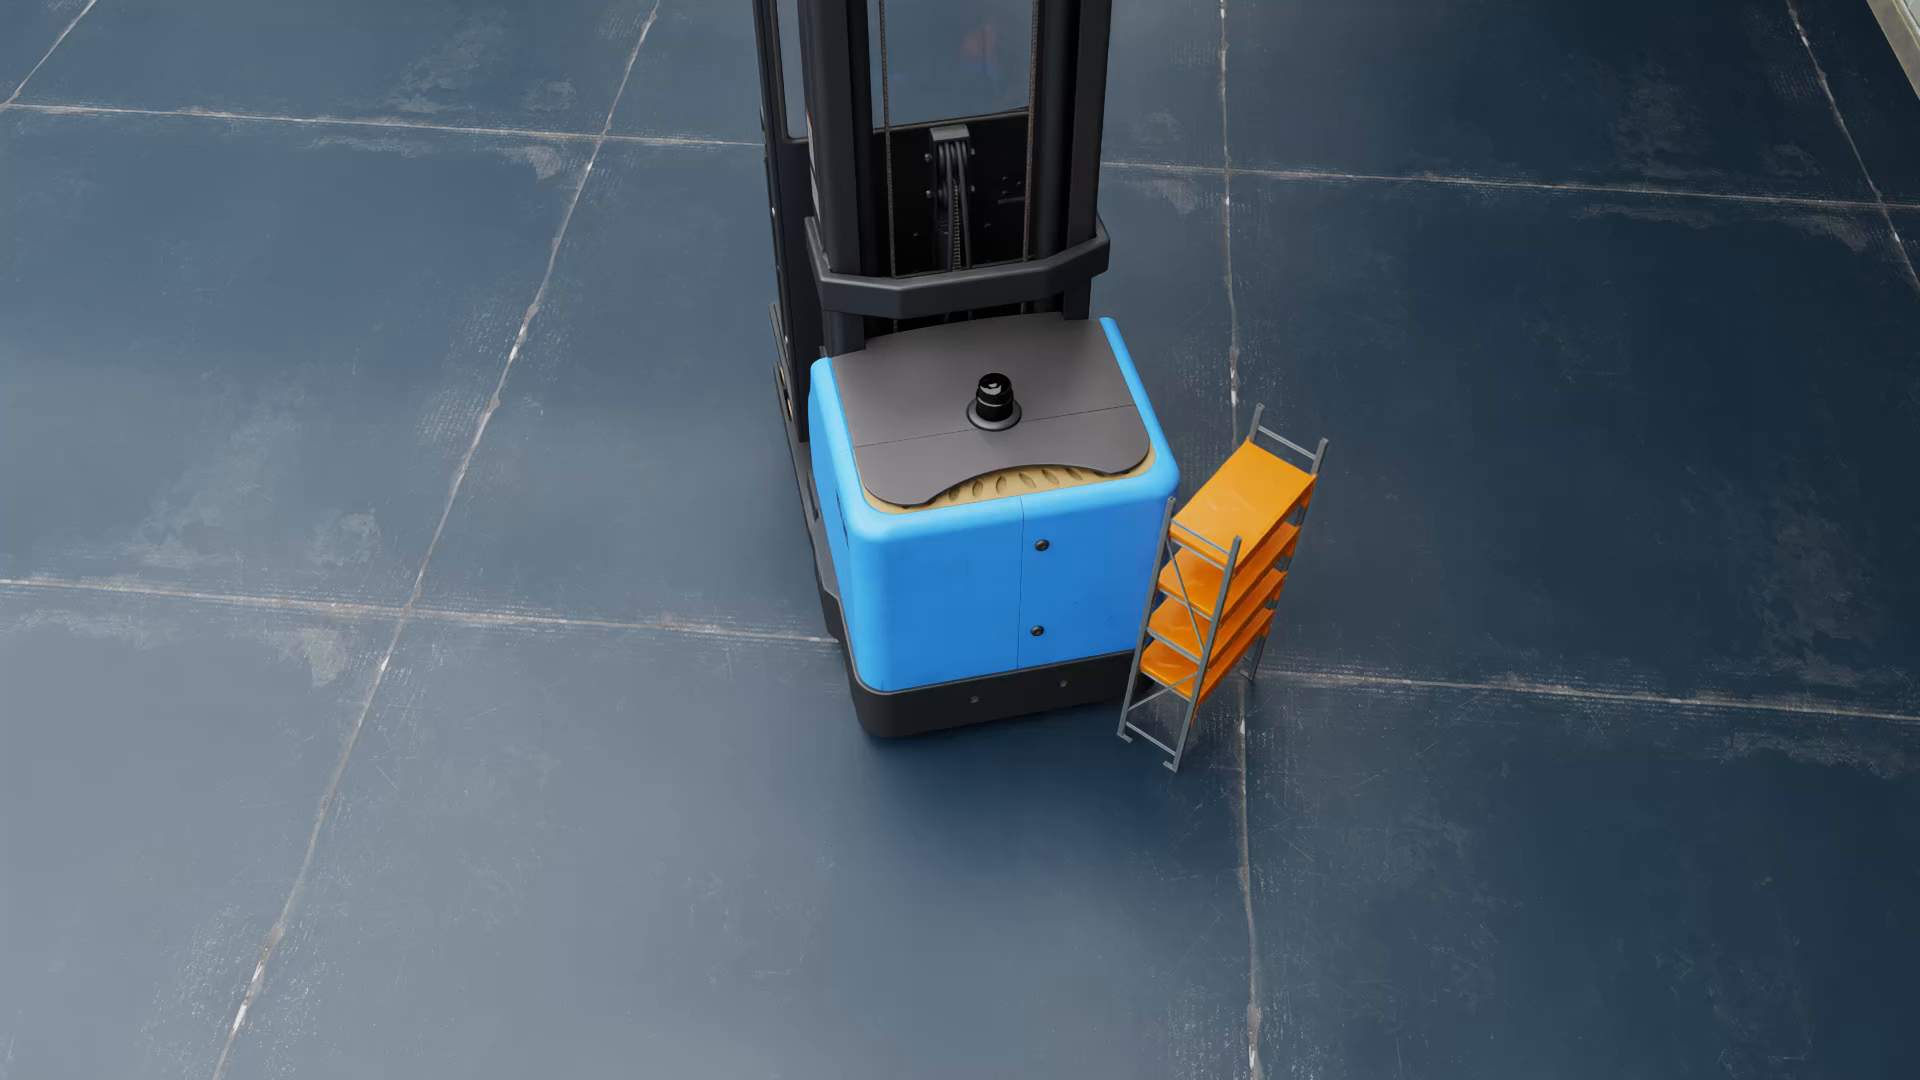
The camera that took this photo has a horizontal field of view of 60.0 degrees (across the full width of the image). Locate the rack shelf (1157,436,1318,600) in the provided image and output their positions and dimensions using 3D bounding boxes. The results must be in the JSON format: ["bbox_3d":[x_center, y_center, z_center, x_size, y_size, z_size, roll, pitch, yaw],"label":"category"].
[{"bbox_3d":[0.827,-0.071,4.960,0.258,0.148,0.480,32,55,21],"label":"rack shelf"}]

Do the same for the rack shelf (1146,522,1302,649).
[{"bbox_3d":[0.816,0.082,5.140,0.258,0.148,0.480,32,55,21],"label":"rack shelf"}]

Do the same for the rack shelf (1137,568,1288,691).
[{"bbox_3d":[0.805,0.227,5.310,0.258,0.148,0.480,32,55,21],"label":"rack shelf"}]

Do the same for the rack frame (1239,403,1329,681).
[{"bbox_3d":[0.957,0.040,5.389,0.240,1.200,0.015,32,55,21],"label":"rack frame"}]

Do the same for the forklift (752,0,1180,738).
[{"bbox_3d":[-0.134,-1.439,5.580,1.130,2.935,3.031,-9,48,-8],"label":"forklift"}]

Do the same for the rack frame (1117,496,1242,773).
[{"bbox_3d":[0.659,0.326,5.129,0.240,1.200,0.015,32,55,21],"label":"rack frame"}]

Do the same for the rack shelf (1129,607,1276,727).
[{"bbox_3d":[0.795,0.355,5.462,0.258,0.148,0.480,32,55,21],"label":"rack shelf"}]

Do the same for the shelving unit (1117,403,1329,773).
[{"bbox_3d":[0.808,0.183,5.259,0.258,1.200,0.503,32,55,21],"label":"shelving unit"}]
